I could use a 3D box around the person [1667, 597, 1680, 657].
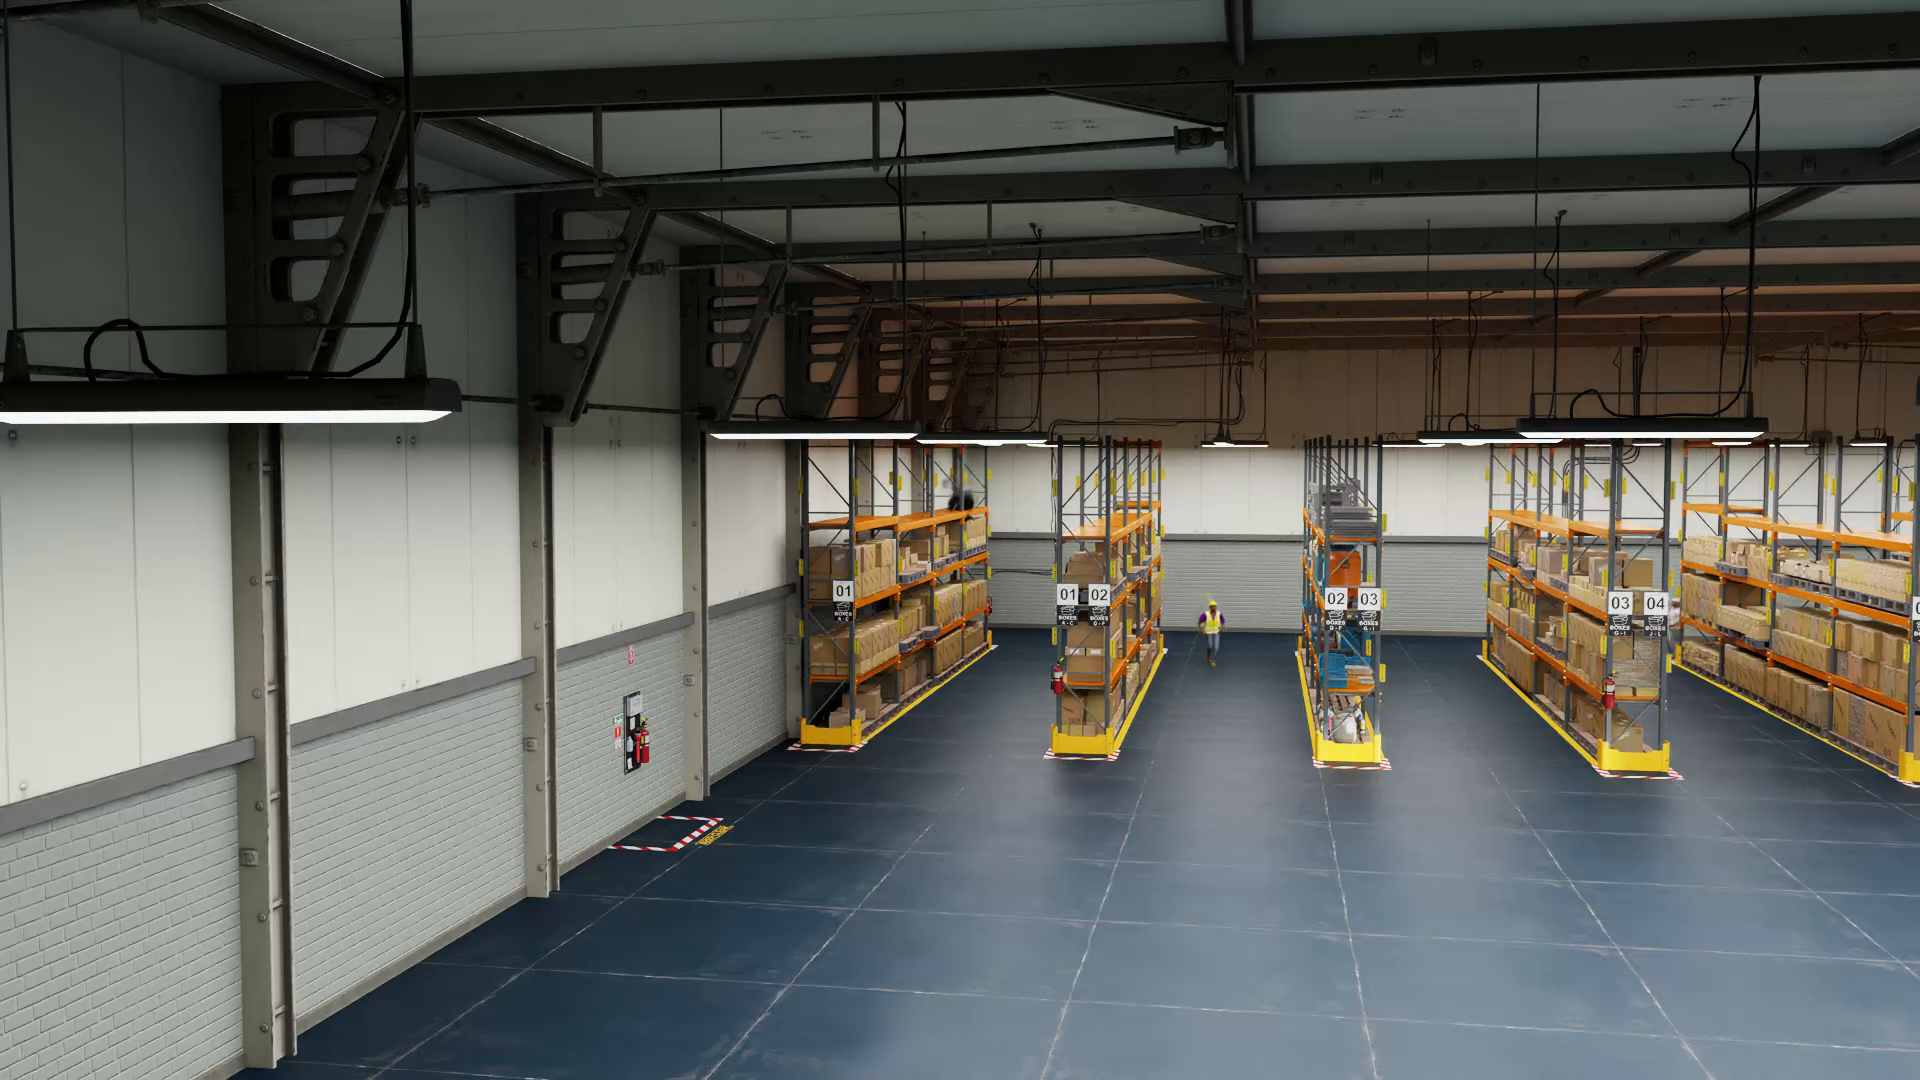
[{"bbox_3d":[19.643,2.397,45.726,0.522,1.704,0.732,0,3,2],"label":"person"}]

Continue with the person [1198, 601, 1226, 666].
[{"bbox_3d":[6.693,2.487,44.014,0.709,1.726,0.591,0,3,-1],"label":"person"}]
